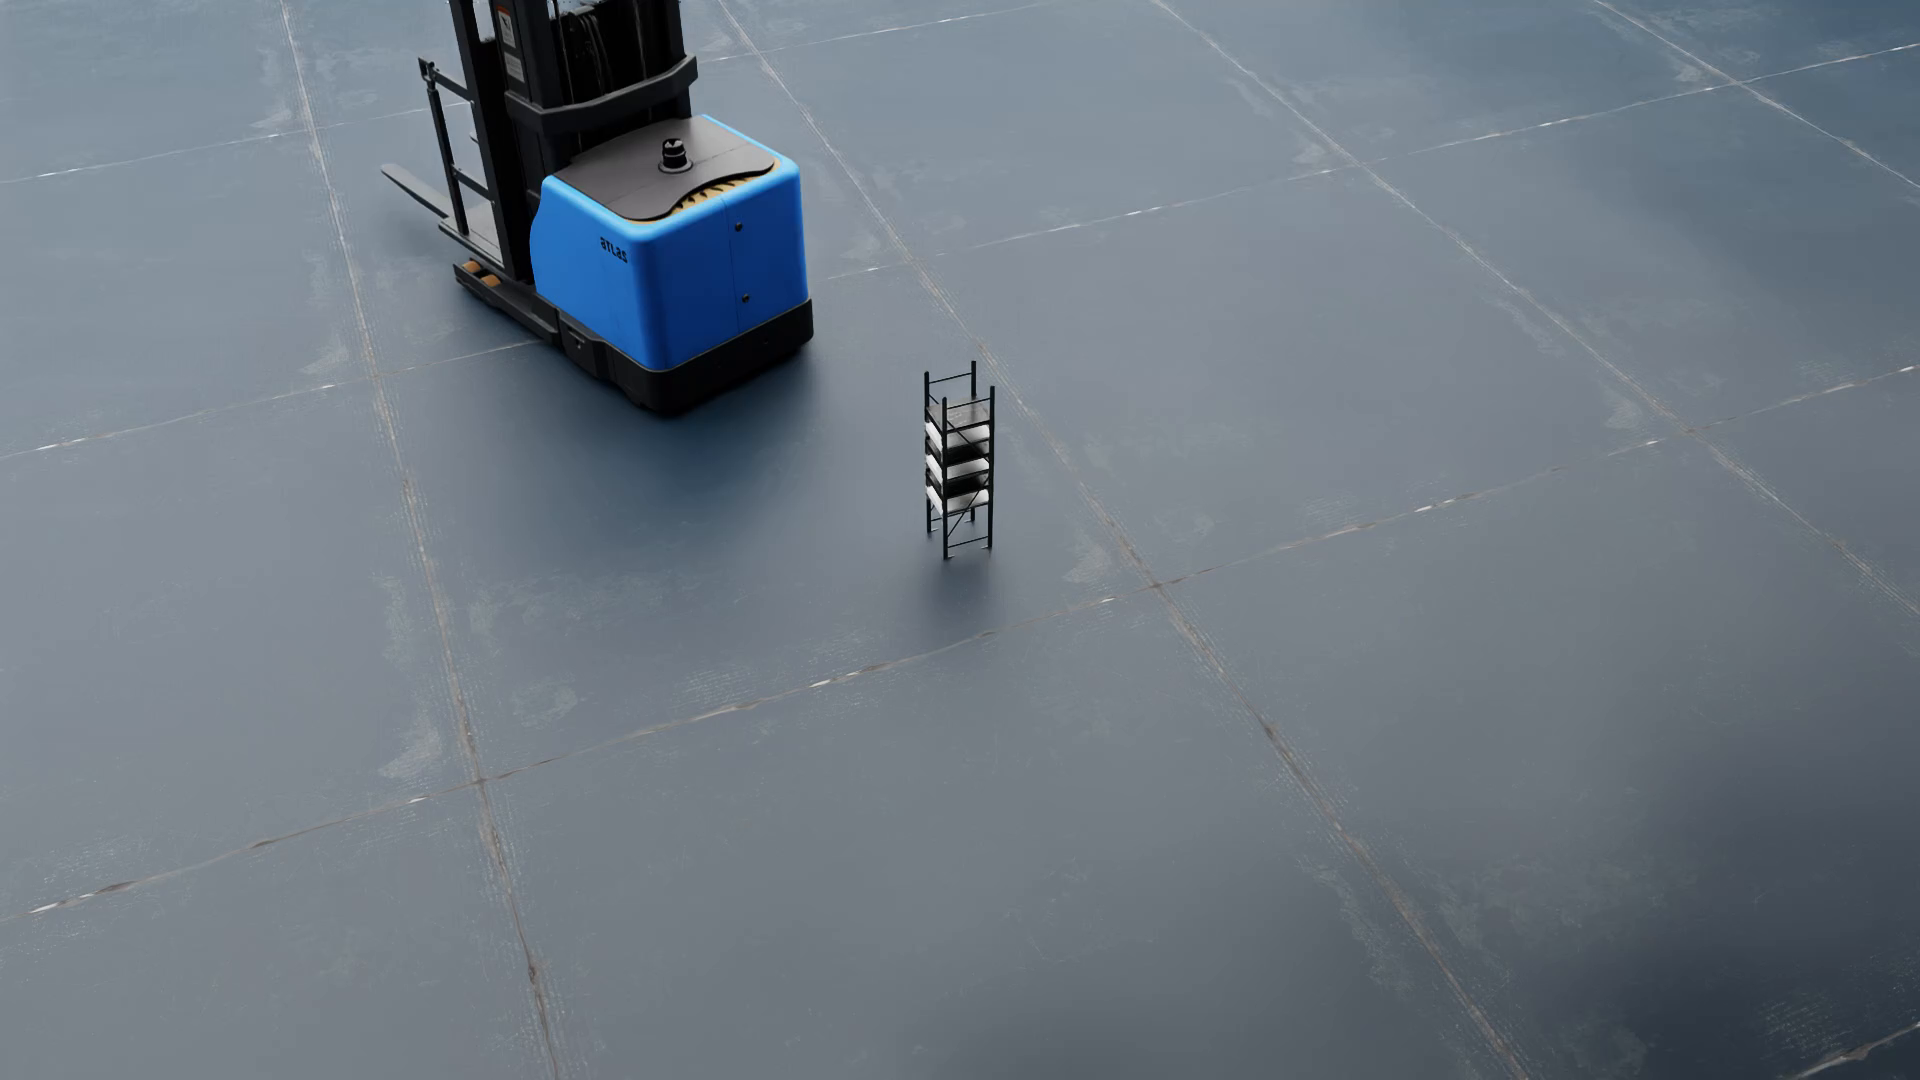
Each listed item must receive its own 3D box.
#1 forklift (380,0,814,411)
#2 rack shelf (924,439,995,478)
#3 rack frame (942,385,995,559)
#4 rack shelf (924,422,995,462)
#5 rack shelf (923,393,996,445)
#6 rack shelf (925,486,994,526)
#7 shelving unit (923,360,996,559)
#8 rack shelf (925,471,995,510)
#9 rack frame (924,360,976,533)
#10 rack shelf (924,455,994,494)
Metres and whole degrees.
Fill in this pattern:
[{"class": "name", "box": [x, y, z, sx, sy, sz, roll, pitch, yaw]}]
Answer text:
[{"class": "forklift", "box": [-2.165, -2.616, 8.462, 1.130, 2.935, 3.031, -33, 50, -32]}, {"class": "rack shelf", "box": [-0.003, -0.389, 7.344, 0.258, 0.077, 0.200, -15, 43, -17]}, {"class": "rack frame", "box": [0.036, -0.285, 7.310, 0.240, 0.900, 0.006, -15, 43, -17]}, {"class": "rack shelf", "box": [-0.003, -0.457, 7.285, 0.258, 0.077, 0.200, -15, 43, -17]}, {"class": "rack shelf", "box": [-0.003, -0.526, 7.227, 0.258, 0.077, 0.200, -15, 43, -17]}, {"class": "rack shelf", "box": [-0.003, -0.184, 7.520, 0.258, 0.077, 0.200, -15, 43, -17]}, {"class": "shelving unit", "box": [-0.003, -0.346, 7.381, 0.258, 0.900, 0.210, -15, 43, -17]}, {"class": "rack shelf", "box": [-0.003, -0.253, 7.461, 0.258, 0.077, 0.200, -15, 43, -17]}, {"class": "rack frame", "box": [-0.042, -0.407, 7.452, 0.240, 0.900, 0.006, -15, 43, -17]}, {"class": "rack shelf", "box": [-0.003, -0.321, 7.403, 0.258, 0.077, 0.200, -15, 43, -17]}]
